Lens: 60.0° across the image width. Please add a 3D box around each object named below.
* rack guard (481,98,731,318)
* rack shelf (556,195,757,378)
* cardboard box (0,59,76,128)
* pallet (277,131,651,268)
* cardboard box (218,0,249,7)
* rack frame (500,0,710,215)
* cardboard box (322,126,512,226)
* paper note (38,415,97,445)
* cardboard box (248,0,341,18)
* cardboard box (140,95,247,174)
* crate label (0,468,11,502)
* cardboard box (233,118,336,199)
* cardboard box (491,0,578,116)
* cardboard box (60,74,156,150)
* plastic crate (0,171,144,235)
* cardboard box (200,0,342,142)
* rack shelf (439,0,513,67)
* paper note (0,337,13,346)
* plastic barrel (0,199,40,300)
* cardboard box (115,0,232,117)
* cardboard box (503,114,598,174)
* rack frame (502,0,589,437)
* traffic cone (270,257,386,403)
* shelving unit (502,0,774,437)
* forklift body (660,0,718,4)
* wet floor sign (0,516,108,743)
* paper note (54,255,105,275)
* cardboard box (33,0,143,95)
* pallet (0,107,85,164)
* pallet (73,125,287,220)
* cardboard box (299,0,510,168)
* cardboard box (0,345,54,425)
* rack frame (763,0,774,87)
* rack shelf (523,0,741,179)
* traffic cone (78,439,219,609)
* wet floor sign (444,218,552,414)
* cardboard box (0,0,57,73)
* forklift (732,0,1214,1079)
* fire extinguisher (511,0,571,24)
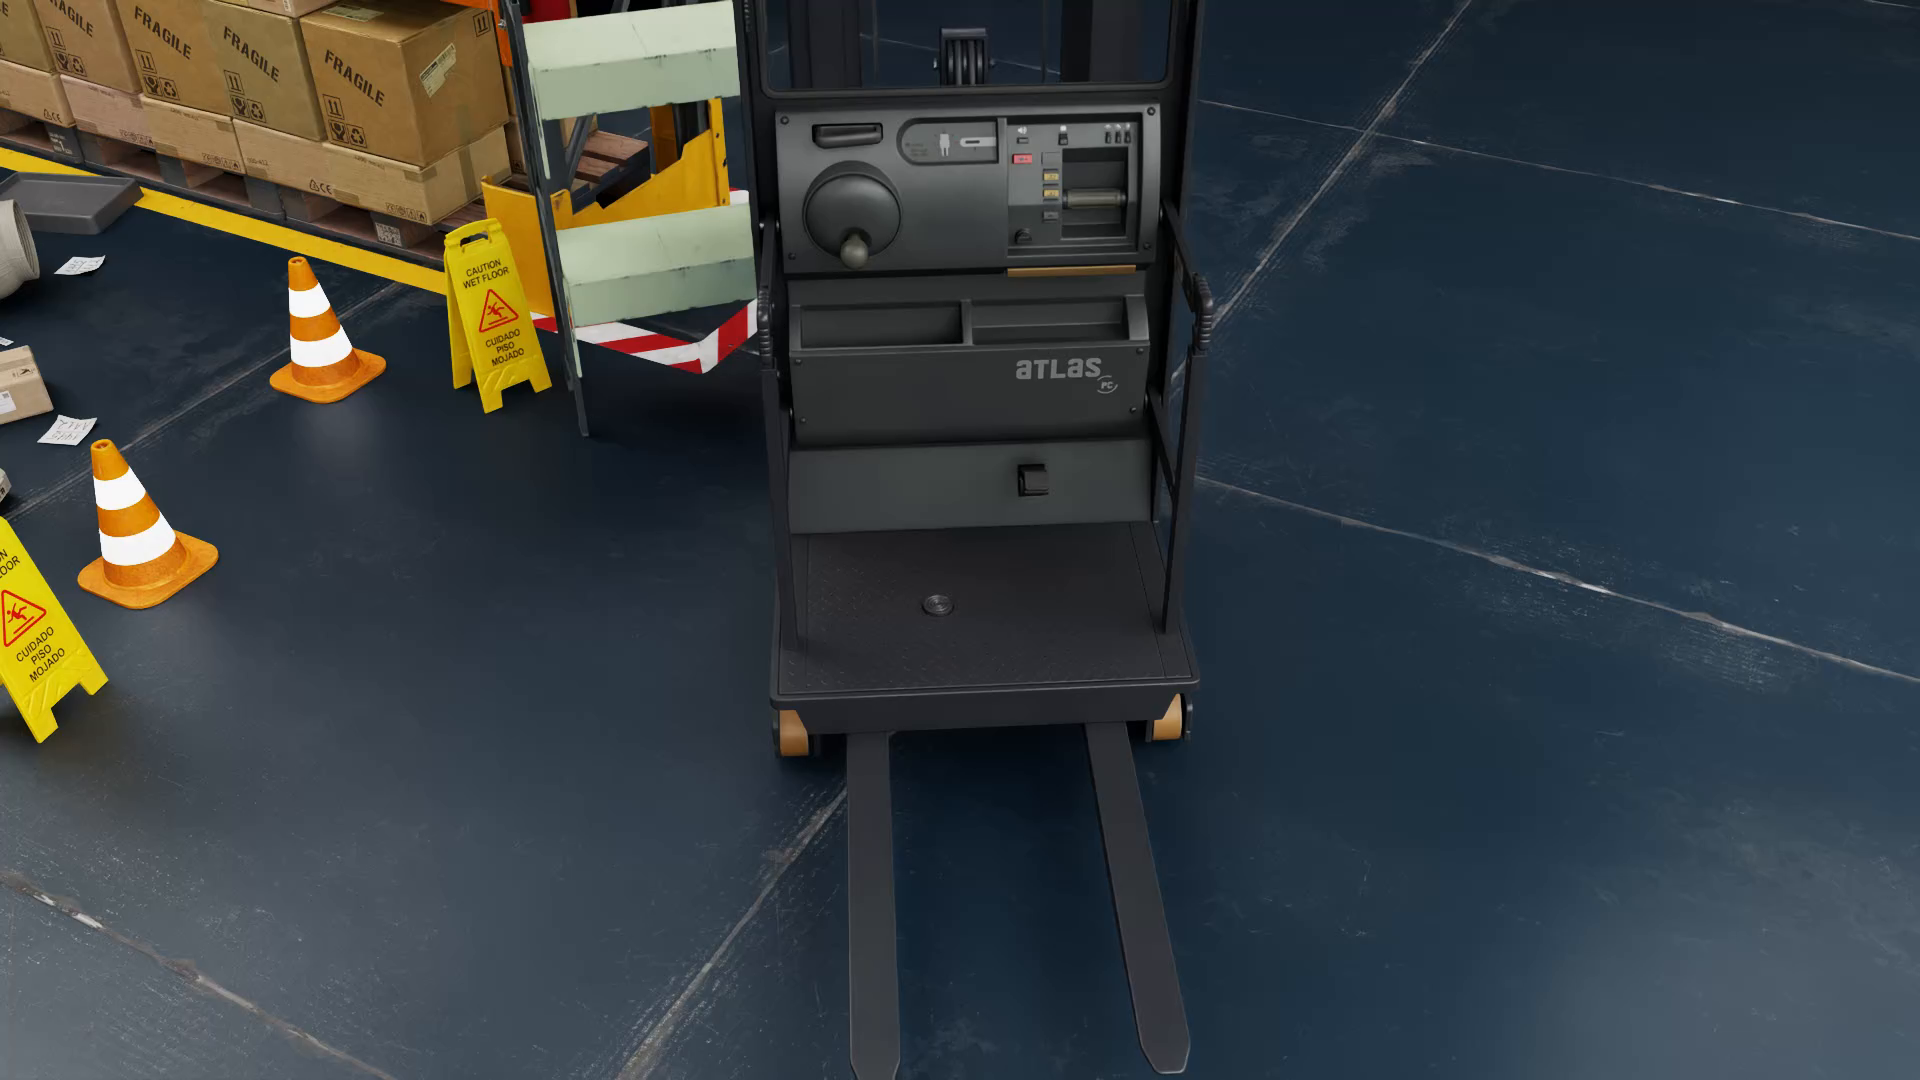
[{"bbox_3d":[-1.385,-1.395,6.674,0.348,0.500,1.175,17,41,21],"label":"rack guard"},{"bbox_3d":[-1.005,-0.879,5.707,0.720,0.370,0.431,-12,39,-15],"label":"rack shelf"},{"bbox_3d":[-3.991,-2.102,7.466,0.500,0.250,0.500,20,41,24],"label":"cardboard box"},{"bbox_3d":[-2.091,-1.525,7.084,1.213,0.211,1.003,17,41,21],"label":"pallet"},{"bbox_3d":[-2.728,-2.219,6.462,0.250,0.149,0.380,18,41,22],"label":"cardboard box"},{"bbox_3d":[-1.318,-2.369,5.891,0.127,3.000,1.000,17,41,21],"label":"rack frame"},{"bbox_3d":[-2.181,-1.529,6.710,0.500,0.250,0.500,17,40,21],"label":"cardboard box"},{"bbox_3d":[-3.073,-0.381,5.727,0.142,0.019,0.148,4,37,6],"label":"paper note"},{"bbox_3d":[-2.506,-2.147,6.368,0.250,0.149,0.380,19,41,23],"label":"cardboard box"},{"bbox_3d":[-3.083,-1.813,7.084,0.500,0.250,0.500,16,40,20],"label":"cardboard box"},{"bbox_3d":[-3.228,-0.151,5.336,0.298,0.136,0.250,-2,37,-2],"label":"crate label"},{"bbox_3d":[-2.616,-1.670,6.896,0.500,0.250,0.500,18,41,22],"label":"cardboard box"},{"bbox_3d":[-1.928,-2.119,6.868,0.500,0.500,0.500,16,40,20],"label":"cardboard box"},{"bbox_3d":[-3.519,-1.956,7.273,0.500,0.250,0.500,17,40,21],"label":"cardboard box"},{"bbox_3d":[-3.853,-1.442,7.083,0.583,0.080,0.402,4,37,6],"label":"plastic crate"},{"bbox_3d":[-2.614,-1.966,6.666,0.500,0.500,0.500,19,41,23],"label":"cardboard box"},{"bbox_3d":[-3.094,-2.639,6.841,4.000,0.370,1.077,17,41,21],"label":"rack shelf"},{"bbox_3d":[-3.600,-0.749,6.229,0.123,0.001,0.032,17,41,21],"label":"paper note"},{"bbox_3d":[-3.848,-1.105,6.355,0.512,0.421,0.421,-14,39,-18],"label":"plastic barrel"},{"bbox_3d":[-3.059,-2.110,6.856,0.500,0.500,0.500,16,40,20],"label":"cardboard box"},{"bbox_3d":[-1.907,-1.814,7.086,0.500,0.250,0.500,17,40,21],"label":"cardboard box"},{"bbox_3d":[-1.351,-1.067,5.415,0.023,1.500,0.400,-12,39,-15],"label":"rack frame"},{"bbox_3d":[-2.293,-0.786,5.903,0.334,0.463,0.336,17,41,21],"label":"traffic cone"},{"bbox_3d":[-1.005,-1.139,5.509,0.755,1.500,0.431,-12,39,-15],"label":"shelving unit"},{"bbox_3d":[-1.561,-4.245,9.064,1.214,2.155,2.313,17,41,21],"label":"forklift body"},{"bbox_3d":[-2.568,0.199,4.454,0.232,0.644,0.267,11,38,14],"label":"wet floor sign"},{"bbox_3d":[-3.536,-1.109,6.686,0.148,0.019,0.142,4,37,6],"label":"paper note"},{"bbox_3d":[-3.530,-2.256,7.047,0.500,0.500,0.500,20,41,24],"label":"cardboard box"},{"bbox_3d":[-4.257,-2.203,7.978,1.213,0.211,1.003,17,41,21],"label":"pallet"},{"bbox_3d":[-3.170,-1.865,7.532,1.213,0.211,1.003,17,41,21],"label":"pallet"},{"bbox_3d":[-2.149,-1.823,6.477,0.500,0.500,0.500,18,41,22],"label":"cardboard box"},{"bbox_3d":[-3.410,-0.514,5.804,0.380,0.149,0.250,-21,42,-25],"label":"cardboard box"},{"bbox_3d":[-0.659,-1.211,5.604,0.023,1.500,0.400,-12,39,-15],"label":"rack frame"},{"bbox_3d":[-1.005,-1.449,5.274,0.720,0.370,0.431,-12,39,-15],"label":"rack shelf"},{"bbox_3d":[-2.502,-0.096,4.993,0.334,0.463,0.336,17,41,21],"label":"traffic cone"},{"bbox_3d":[-1.641,-0.804,5.776,0.267,0.644,0.232,-29,46,-33],"label":"wet floor sign"},{"bbox_3d":[-3.989,-2.401,7.239,0.500,0.500,0.500,19,41,23],"label":"cardboard box"},{"bbox_3d":[0.038,-0.792,3.869,1.130,2.935,3.031,-2,37,-3],"label":"forklift"},{"bbox_3d":[-1.428,-2.059,5.546,0.183,0.674,0.296,17,41,21],"label":"fire extinguisher"}]
